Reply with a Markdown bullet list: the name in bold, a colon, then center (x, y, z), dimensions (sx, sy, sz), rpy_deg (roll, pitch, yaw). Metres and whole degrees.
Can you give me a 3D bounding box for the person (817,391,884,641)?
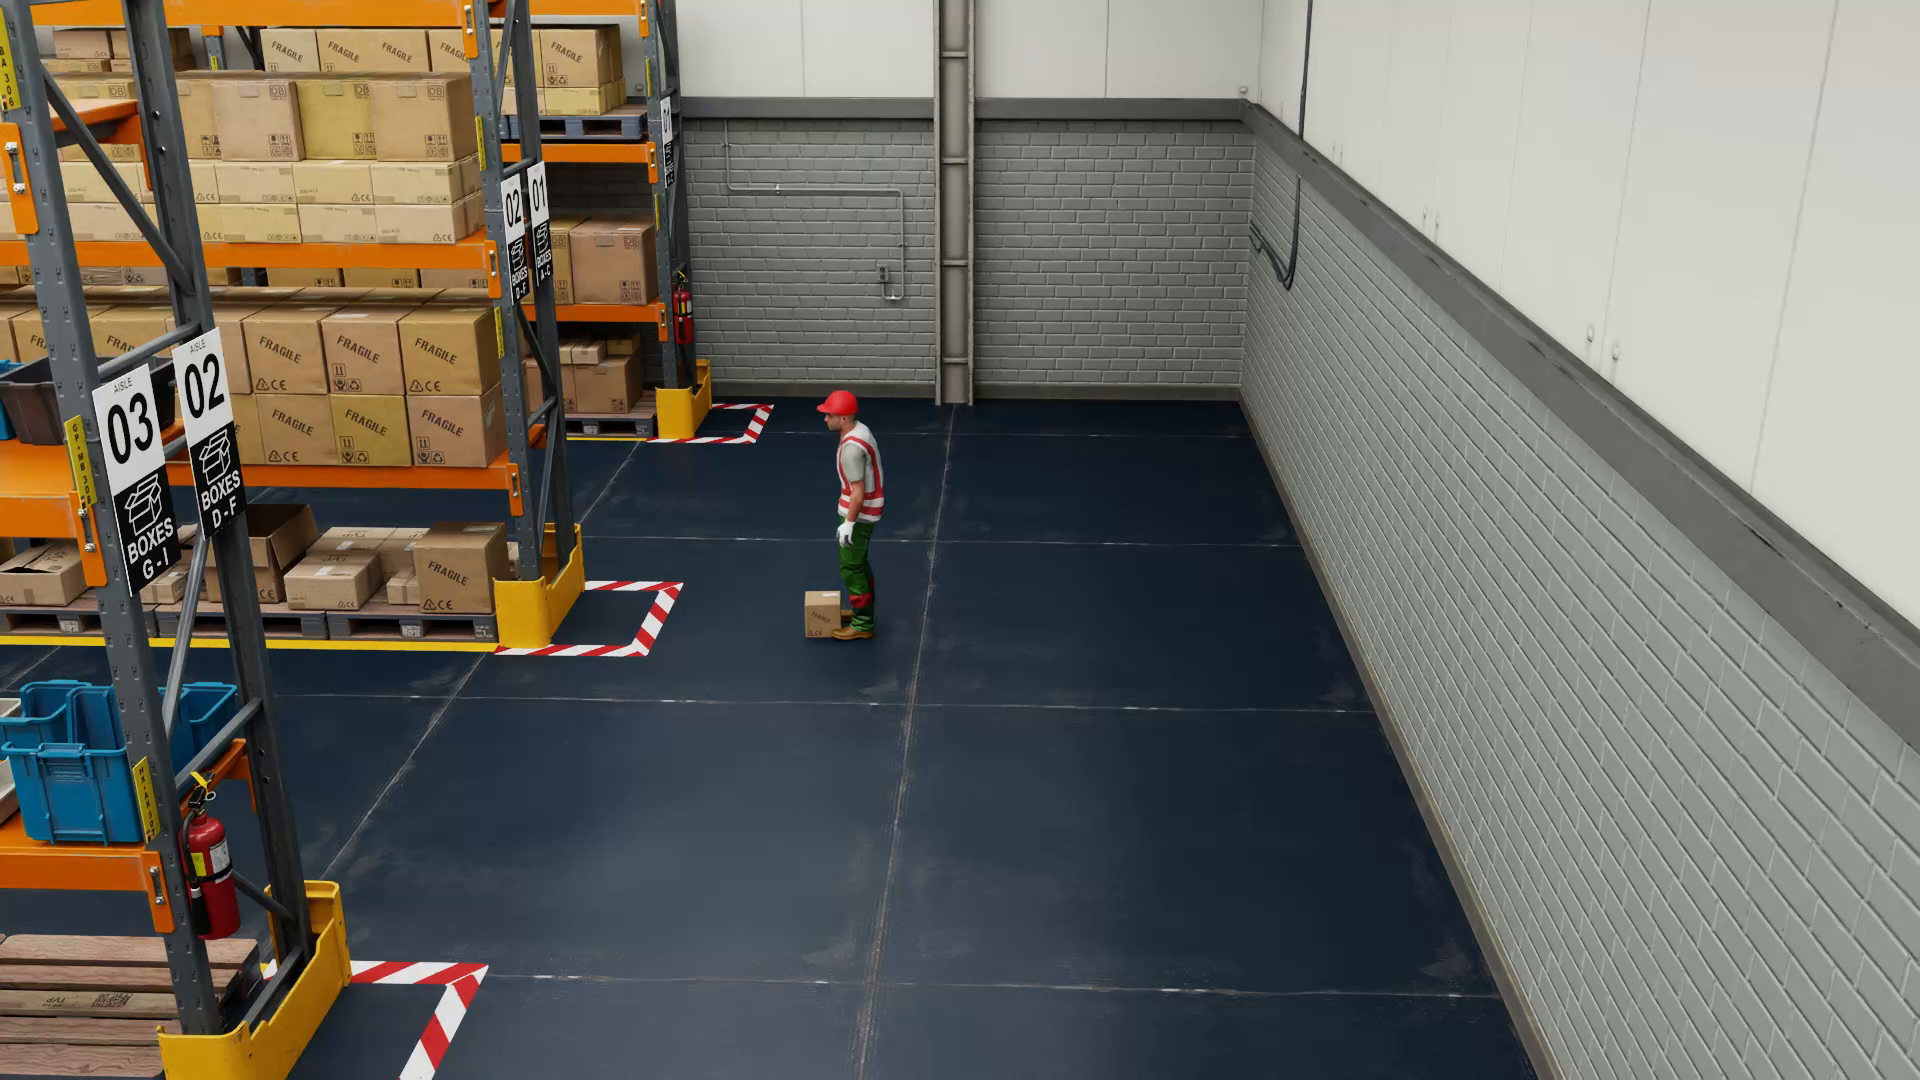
- **person**: center (-0.745, -0.179, 11.534), dimensions (0.447, 1.780, 0.623), rpy_deg (0, 21, 0)
